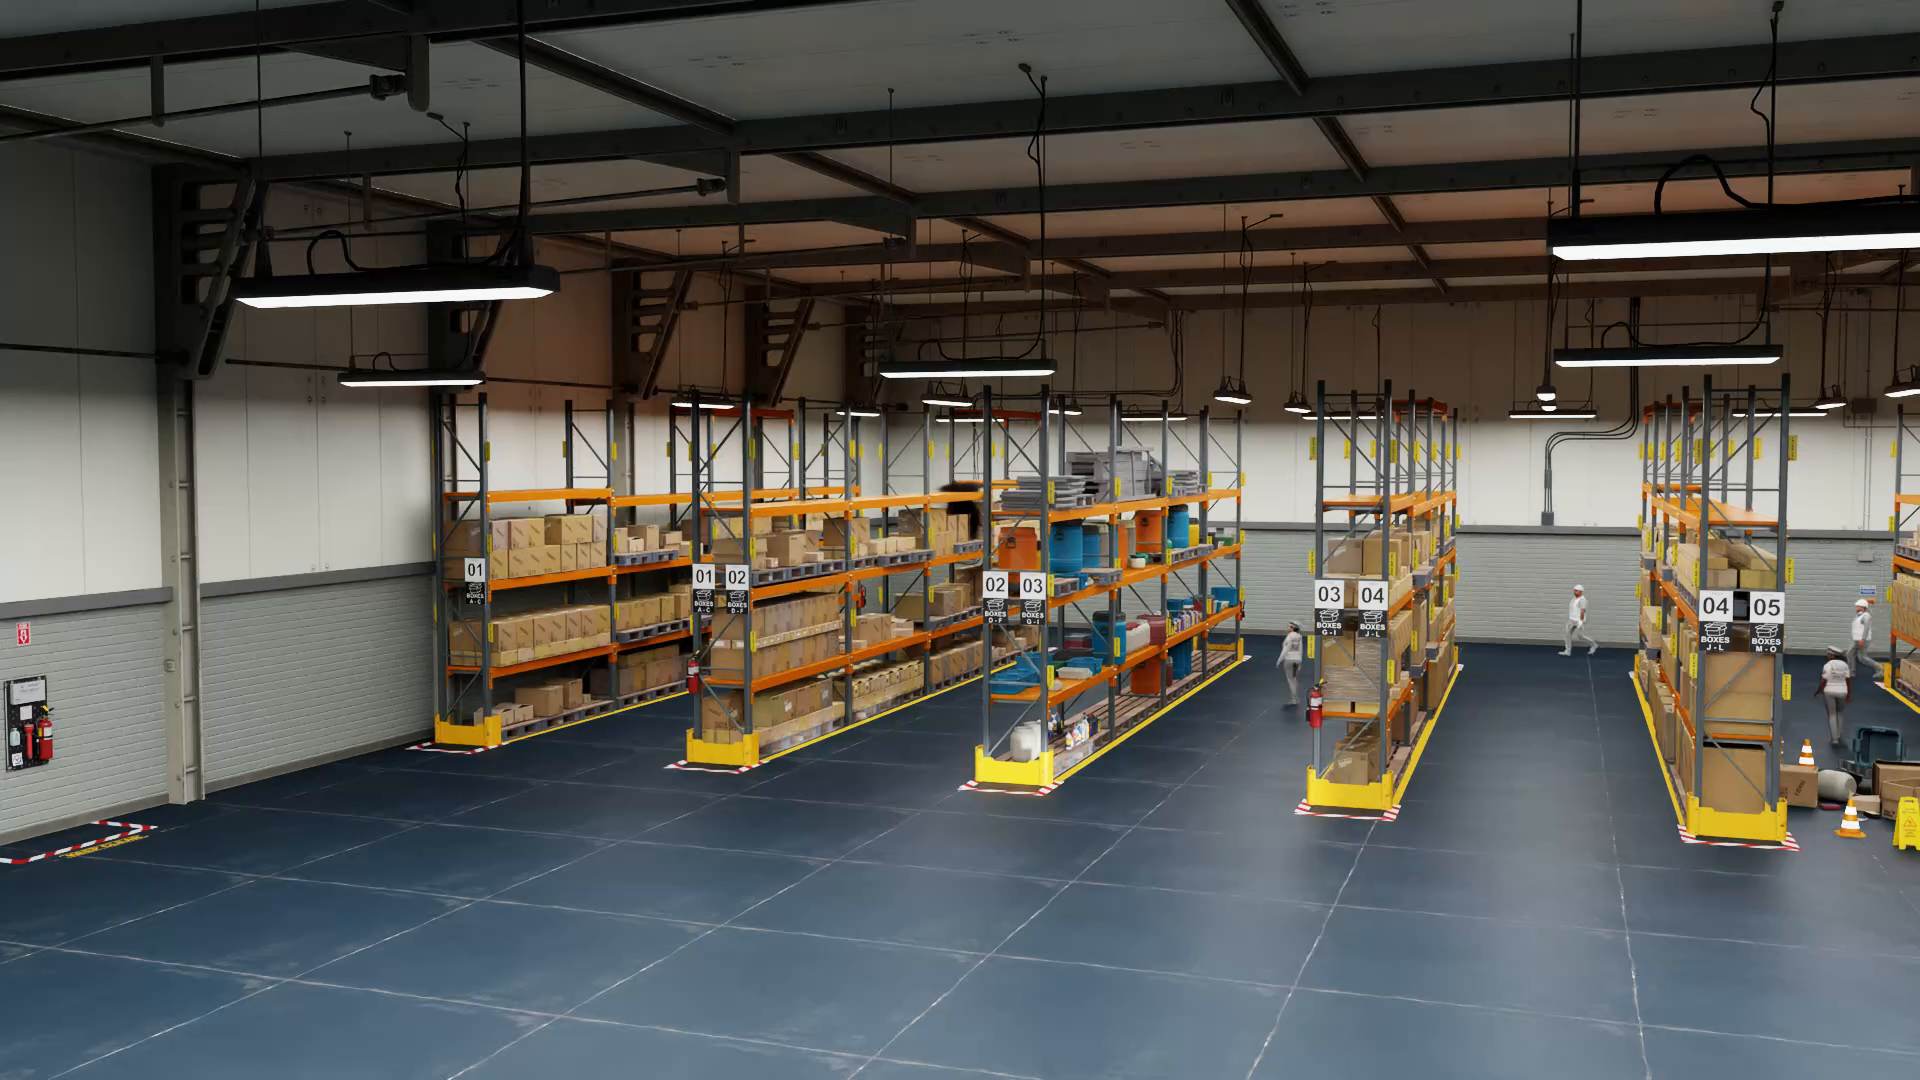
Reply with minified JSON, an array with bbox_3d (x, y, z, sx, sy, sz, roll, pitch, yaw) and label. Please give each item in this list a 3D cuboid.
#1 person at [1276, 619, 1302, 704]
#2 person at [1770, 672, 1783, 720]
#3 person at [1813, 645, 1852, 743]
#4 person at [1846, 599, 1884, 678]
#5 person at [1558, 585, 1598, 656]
[{"bbox_3d":[6.533,2.431,32.825,0.532,1.746,0.511,-1,3,-23],"label":"person"},{"bbox_3d":[14.983,2.481,30.877,0.558,1.754,0.578,-1,3,-23],"label":"person"},{"bbox_3d":[14.970,2.654,28.511,0.566,1.692,0.767,1,3,16],"label":"person"},{"bbox_3d":[19.860,2.173,36.597,0.816,1.736,0.553,1,3,15],"label":"person"},{"bbox_3d":[15.086,1.961,40.535,0.925,1.754,0.575,-1,3,-13],"label":"person"}]
